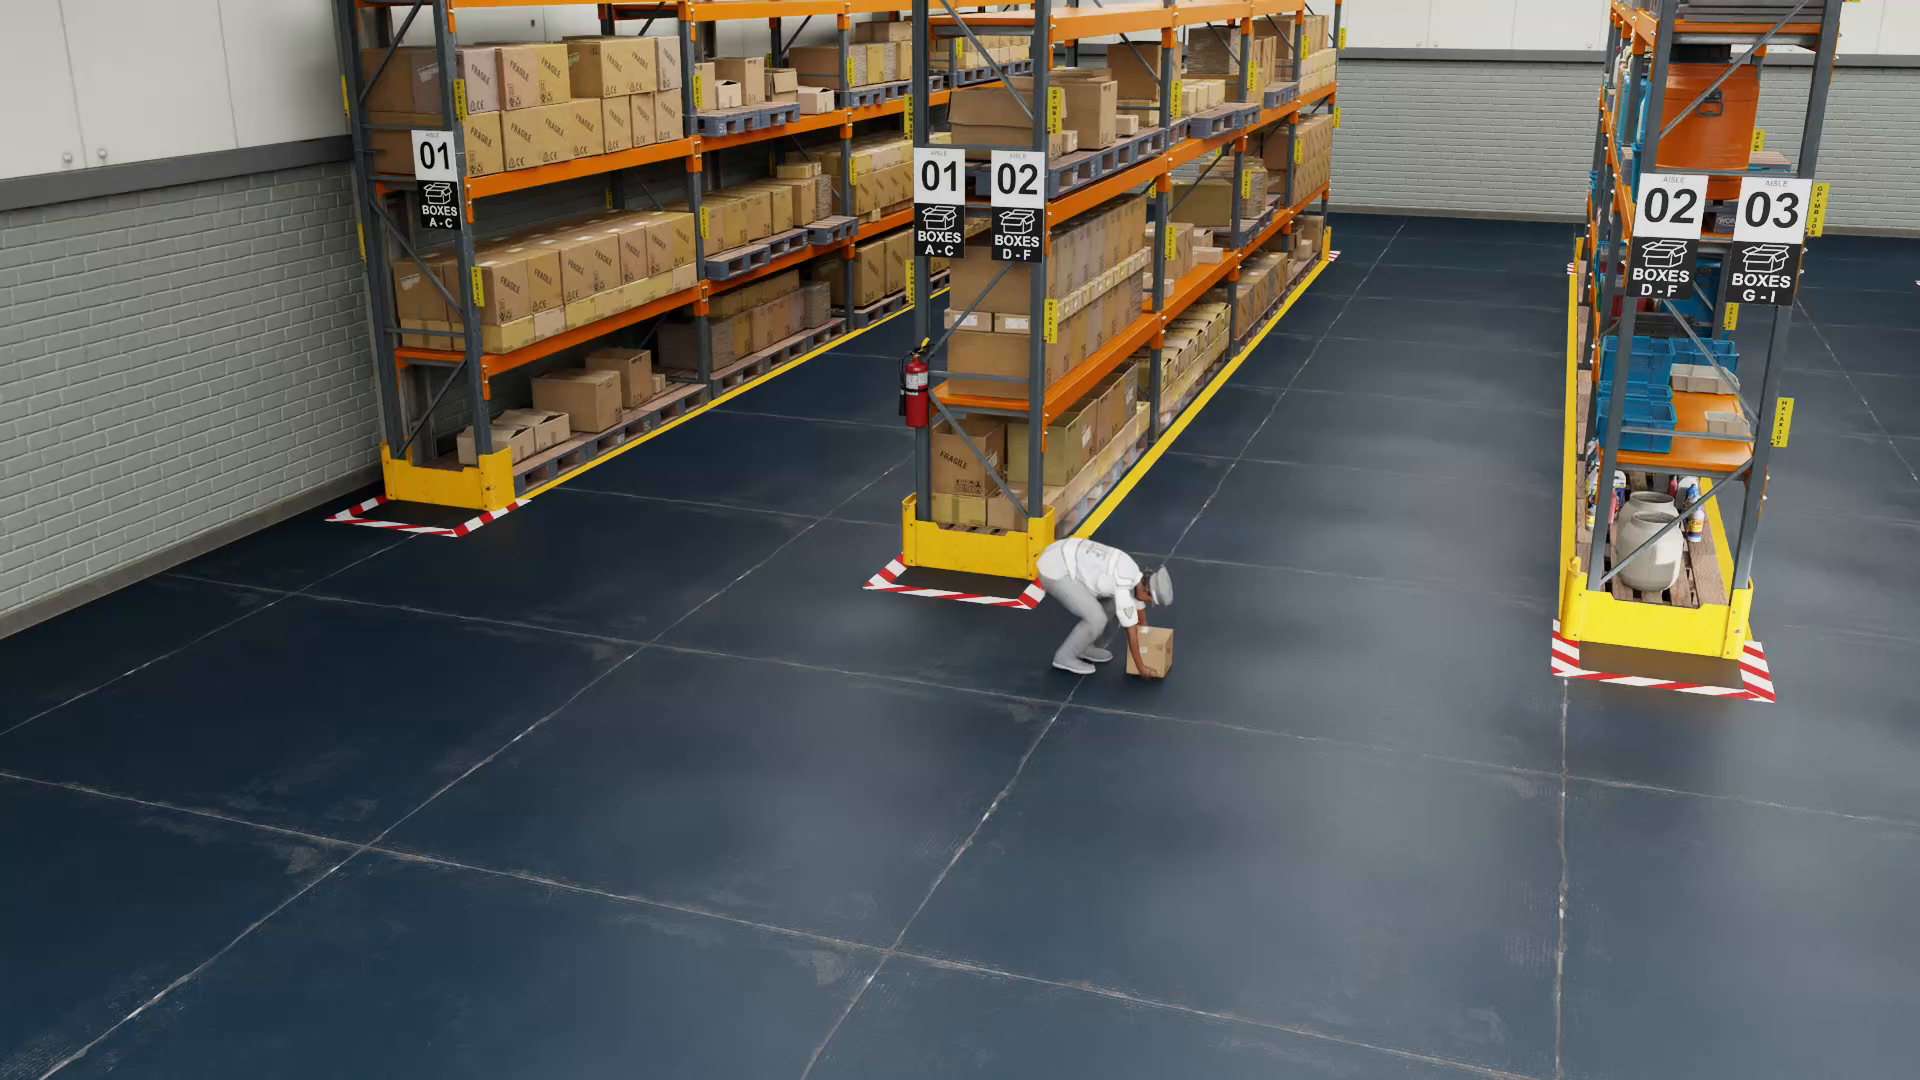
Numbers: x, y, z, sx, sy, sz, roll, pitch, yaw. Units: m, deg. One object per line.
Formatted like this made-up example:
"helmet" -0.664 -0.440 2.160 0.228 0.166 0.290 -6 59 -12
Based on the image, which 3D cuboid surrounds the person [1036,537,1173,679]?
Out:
"person" 0.954 0.438 11.012 0.905 0.868 0.456 5 20 16
